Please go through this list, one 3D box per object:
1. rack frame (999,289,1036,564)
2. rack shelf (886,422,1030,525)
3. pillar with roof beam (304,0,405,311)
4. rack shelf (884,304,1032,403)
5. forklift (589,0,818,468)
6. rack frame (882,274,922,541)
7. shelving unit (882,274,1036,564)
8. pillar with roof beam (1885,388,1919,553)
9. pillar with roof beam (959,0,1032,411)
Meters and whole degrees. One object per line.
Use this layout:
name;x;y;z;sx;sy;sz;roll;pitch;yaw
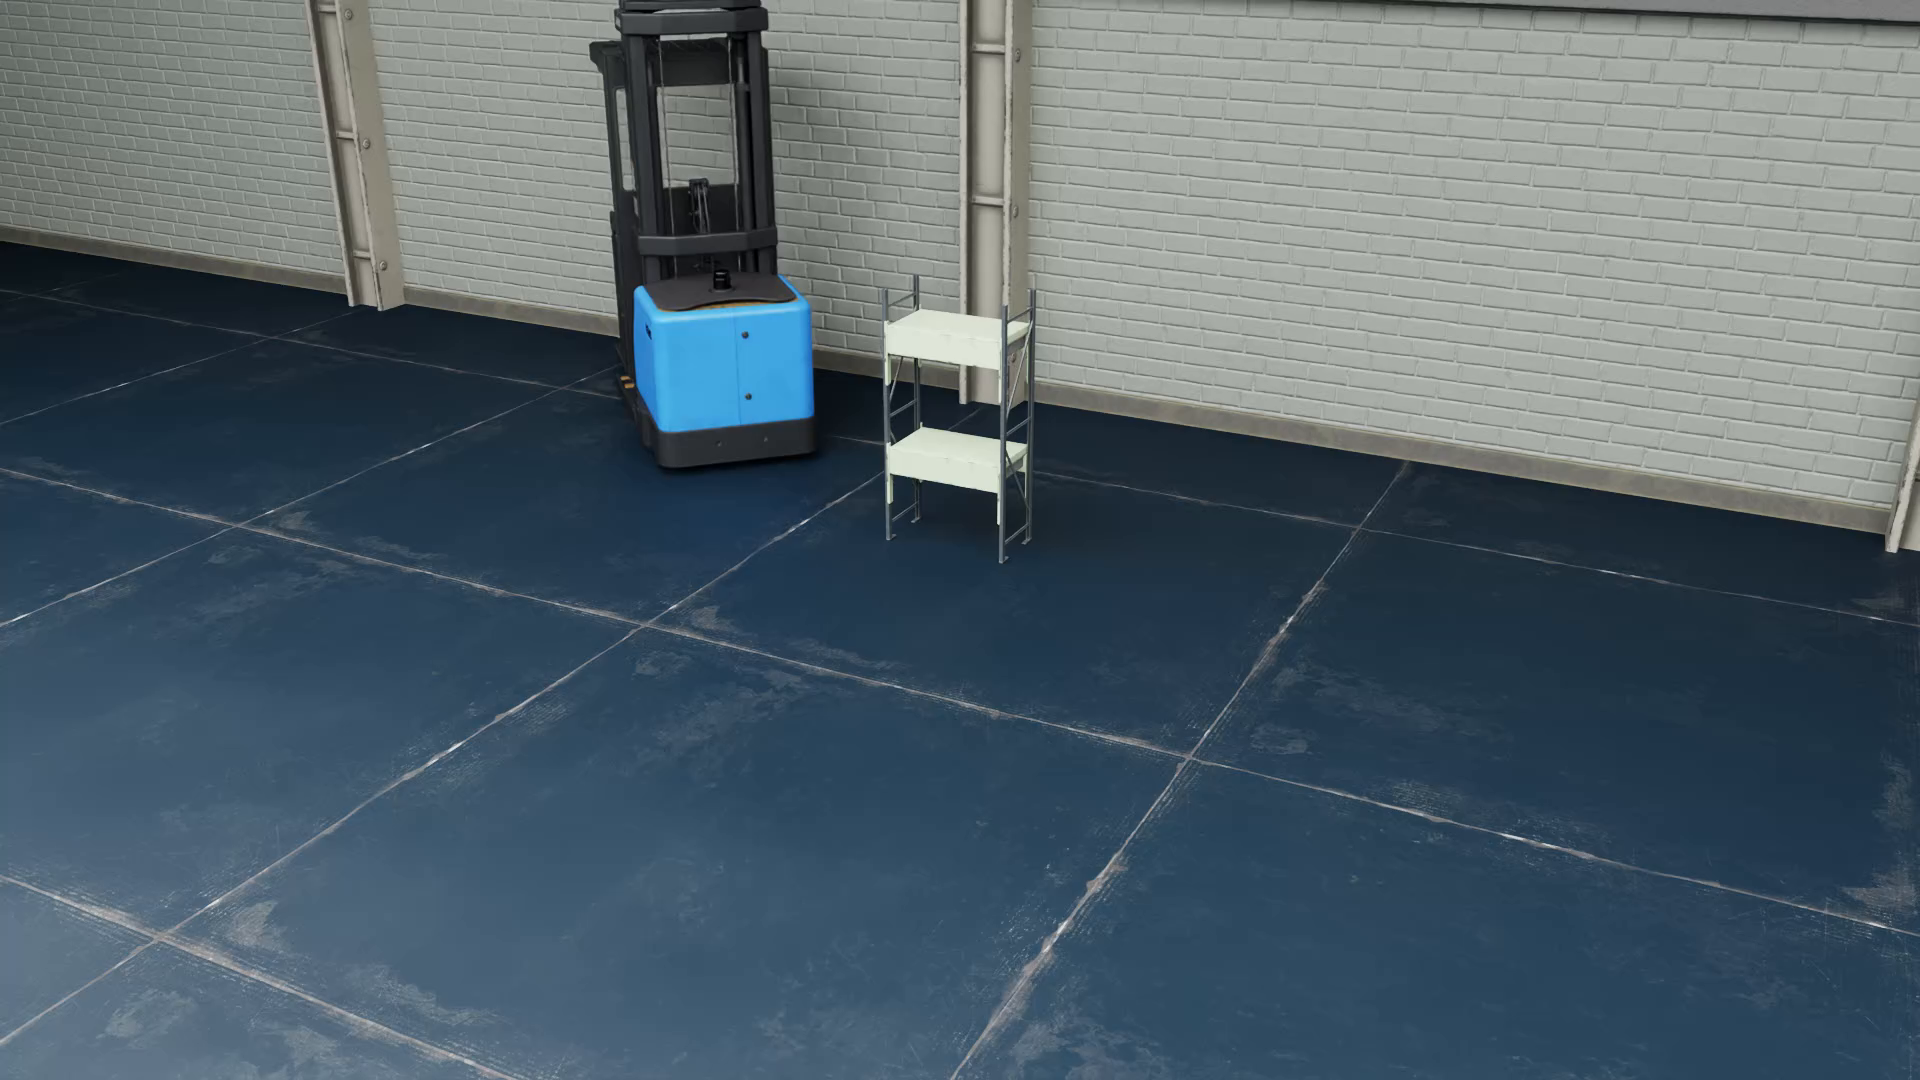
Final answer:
rack frame;0.321;-0.627;9.307;0.023;1.500;0.400;11;25;25
rack shelf;-0.006;-0.391;9.587;0.720;0.370;0.431;11;25;25
pillar with roof beam;-7.060;-4.712;9.331;0.400;9.000;9.100;11;25;25
rack shelf;-0.006;-1.050;9.306;0.720;0.370;0.431;11;25;25
forklift;-1.886;-2.358;11.550;1.130;2.935;3.031;-7;24;-17
rack frame;-0.333;-0.756;9.611;0.023;1.500;0.400;11;25;25
shelving unit;-0.006;-0.691;9.459;0.755;1.500;0.431;11;25;25
pillar with roof beam;3.649;-2.593;4.348;0.400;9.000;9.100;11;25;25
pillar with roof beam;-1.705;-3.652;6.839;0.400;9.000;9.100;11;25;25
